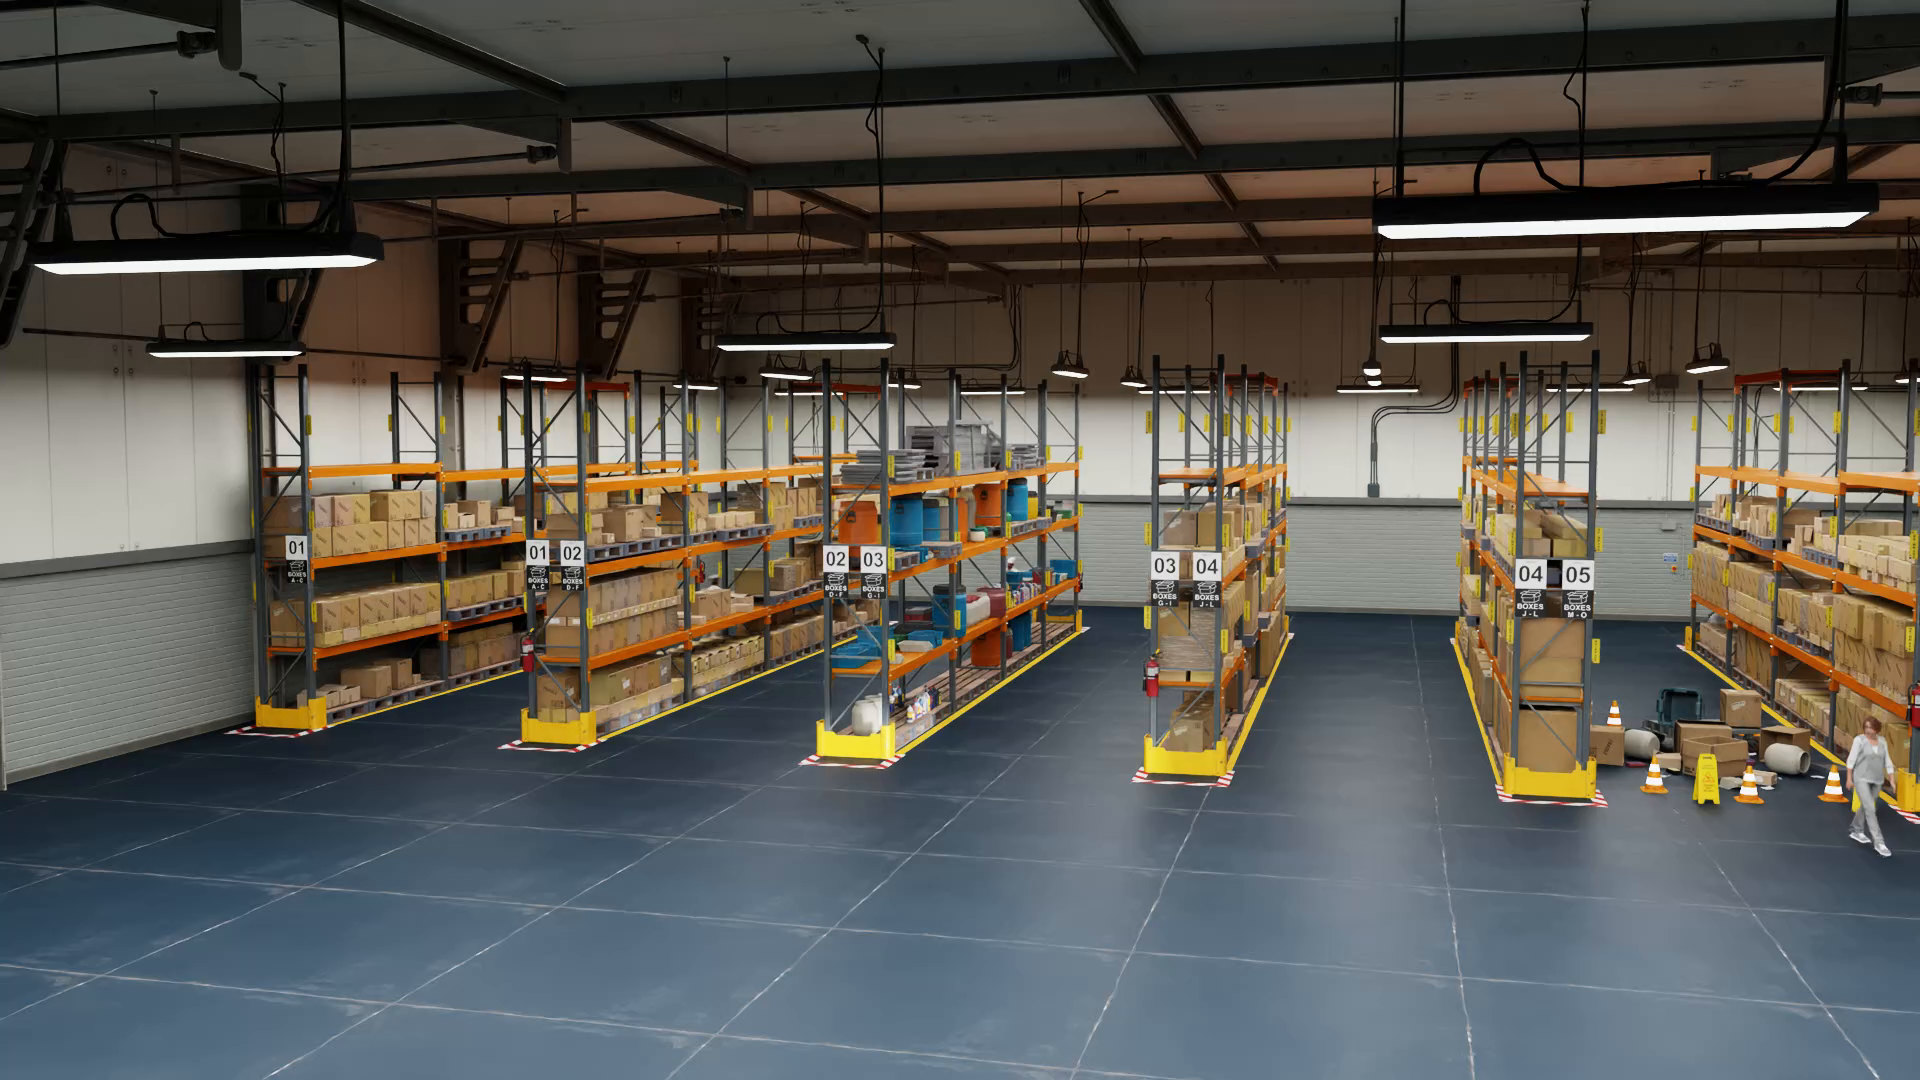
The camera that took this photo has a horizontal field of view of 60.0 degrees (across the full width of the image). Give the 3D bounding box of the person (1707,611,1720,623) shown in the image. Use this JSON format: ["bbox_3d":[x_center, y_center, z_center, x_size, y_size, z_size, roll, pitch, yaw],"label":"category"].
[{"bbox_3d":[17.708,1.500,38.754,1.018,1.597,0.423,3,5,36],"label":"person"}]

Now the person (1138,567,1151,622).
[{"bbox_3d":[4.999,1.240,42.298,0.999,1.684,0.515,-1,4,-9],"label":"person"}]

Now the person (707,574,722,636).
[{"bbox_3d":[-5.499,1.609,37.127,0.521,1.680,0.485,3,5,39],"label":"person"}]

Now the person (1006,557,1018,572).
[{"bbox_3d":[1.277,1.280,41.542,0.858,1.724,0.545,-1,4,-15],"label":"person"}]

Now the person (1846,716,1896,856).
[{"bbox_3d":[10.729,2.852,19.565,0.442,1.560,0.851,0,4,-3],"label":"person"}]
